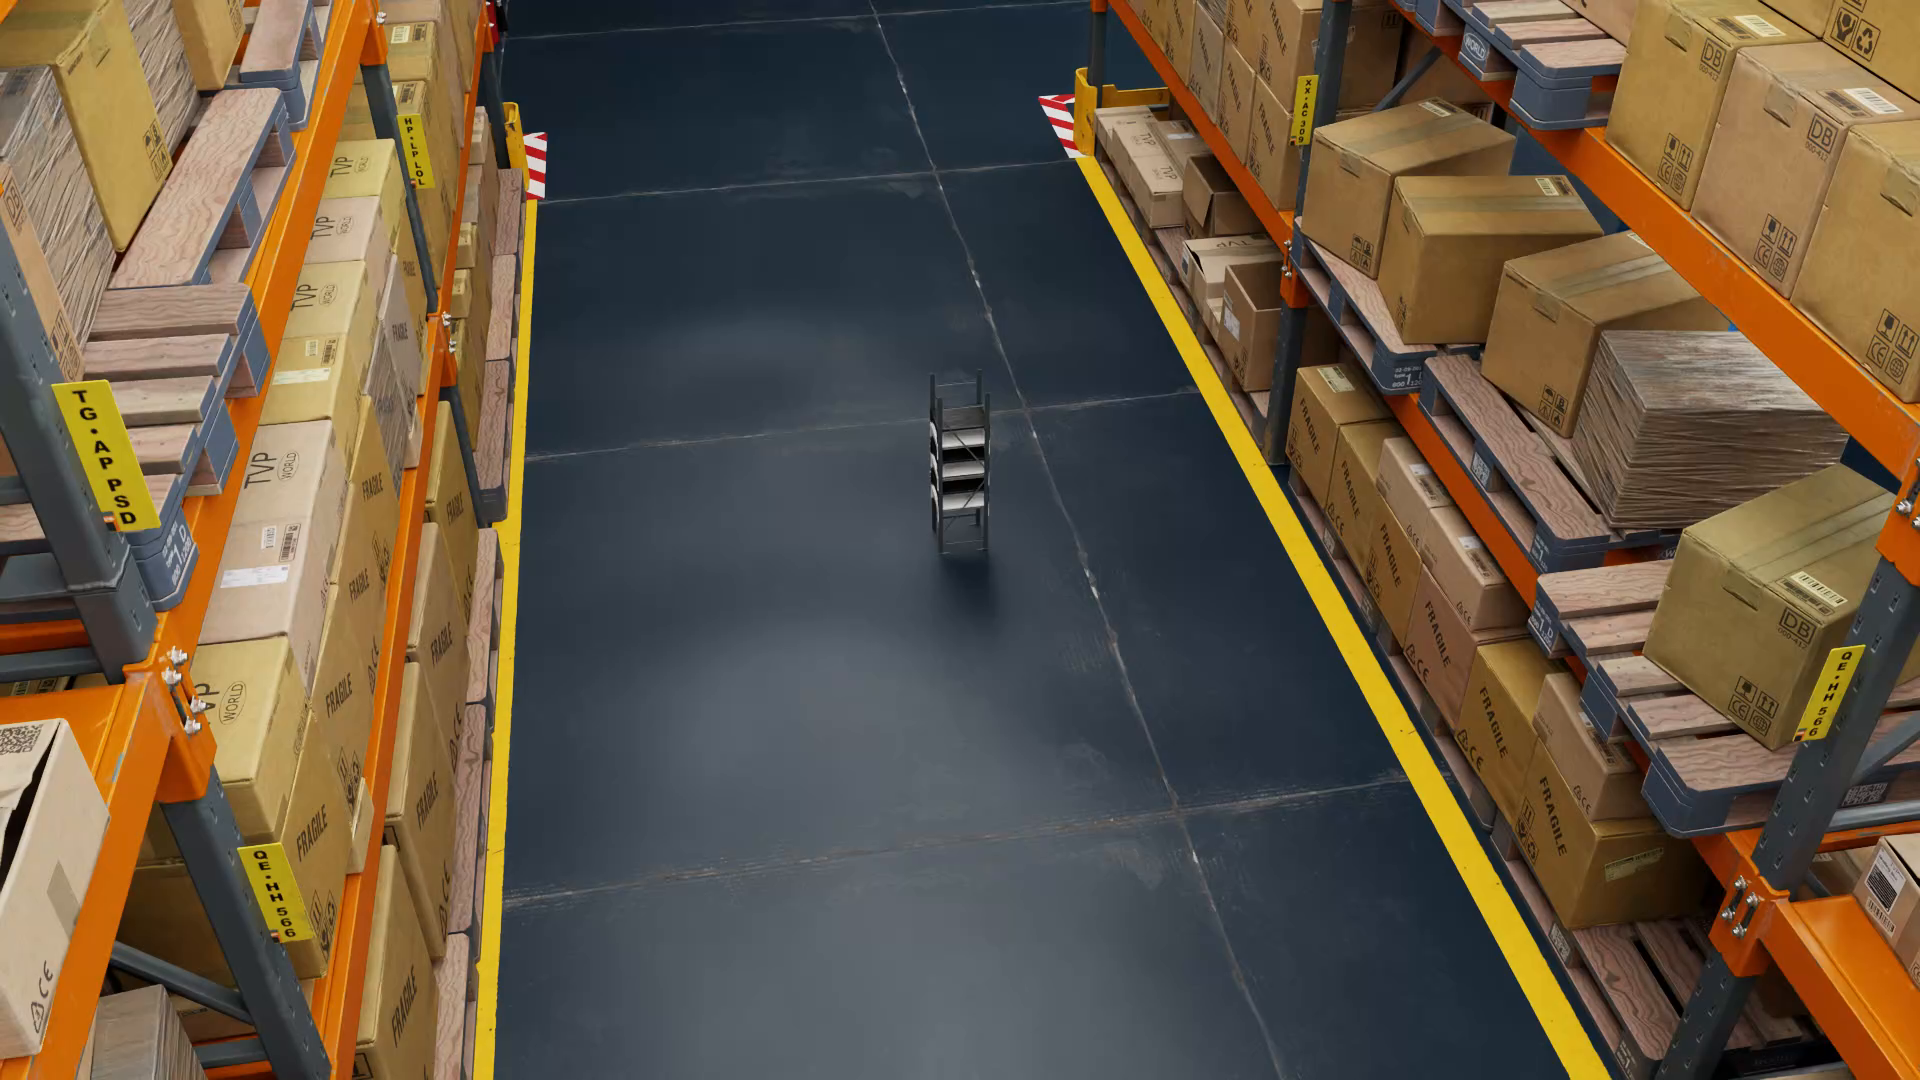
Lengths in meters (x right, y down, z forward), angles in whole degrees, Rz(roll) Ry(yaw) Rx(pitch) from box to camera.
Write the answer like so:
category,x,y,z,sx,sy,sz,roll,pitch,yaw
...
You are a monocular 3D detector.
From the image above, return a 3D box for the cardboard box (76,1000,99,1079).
category,x,y,z,sx,sy,sz,roll,pitch,yaw
cardboard box,-2.000,1.033,3.406,0.380,0.149,0.250,-11,39,-14

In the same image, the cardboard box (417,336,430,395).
category,x,y,z,sx,sy,sz,roll,pitch,yaw
cardboard box,-2.386,-0.704,6.799,0.380,0.149,0.250,-6,38,-7

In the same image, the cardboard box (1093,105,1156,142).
category,x,y,z,sx,sy,sz,roll,pitch,yaw
cardboard box,1.119,-2.828,11.310,0.380,0.149,0.250,-6,38,-8

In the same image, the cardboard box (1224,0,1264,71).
category,x,y,z,sx,sy,sz,roll,pitch,yaw
cardboard box,1.649,-2.675,8.251,0.500,0.500,0.500,-7,38,-9

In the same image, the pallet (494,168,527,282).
category,x,y,z,sx,sy,sz,roll,pitch,yaw
pallet,-3.275,-1.959,10.500,1.003,0.211,1.213,-6,38,-8

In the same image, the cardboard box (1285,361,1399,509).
category,x,y,z,sx,sy,sz,roll,pitch,yaw
cardboard box,1.930,-0.522,8.056,0.500,0.500,0.500,-8,39,-10

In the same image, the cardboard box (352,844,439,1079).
category,x,y,z,sx,sy,sz,roll,pitch,yaw
cardboard box,-2.090,1.522,5.156,0.750,0.750,0.750,-7,38,-9

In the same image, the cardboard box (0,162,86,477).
category,x,y,z,sx,sy,sz,roll,pitch,yaw
cardboard box,-2.230,-0.382,3.311,0.700,0.500,0.500,-9,39,-12

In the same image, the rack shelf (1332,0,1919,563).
category,x,y,z,sx,sy,sz,roll,pitch,yaw
rack shelf,2.436,-1.346,5.579,1.077,0.370,4.000,-6,38,-8

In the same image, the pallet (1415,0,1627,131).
category,x,y,z,sx,sy,sz,roll,pitch,yaw
pallet,2.315,-1.737,5.648,1.213,0.211,1.003,-6,38,-8

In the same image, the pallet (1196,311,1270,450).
category,x,y,z,sx,sy,sz,roll,pitch,yaw
pallet,1.966,-0.967,9.223,1.003,0.211,1.213,-6,38,-8

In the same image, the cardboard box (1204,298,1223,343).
category,x,y,z,sx,sy,sz,roll,pitch,yaw
cardboard box,1.581,-1.235,9.260,0.380,0.149,0.250,-6,38,-8

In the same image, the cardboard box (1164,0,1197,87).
category,x,y,z,sx,sy,sz,roll,pitch,yaw
cardboard box,1.469,-2.896,9.352,0.500,0.500,0.500,-6,38,-7

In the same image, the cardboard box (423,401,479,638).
category,x,y,z,sx,sy,sz,roll,pitch,yaw
cardboard box,-2.549,-0.057,7.188,0.750,0.750,0.750,-6,38,-7

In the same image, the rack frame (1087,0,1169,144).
category,x,y,z,sx,sy,sz,roll,pitch,yaw
rack frame,1.384,-4.070,10.944,1.000,3.000,0.127,-6,38,-8

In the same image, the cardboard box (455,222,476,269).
category,x,y,z,sx,sy,sz,roll,pitch,yaw
cardboard box,-2.794,-1.558,8.877,0.380,0.149,0.250,-7,38,-9

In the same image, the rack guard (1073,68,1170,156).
category,x,y,z,sx,sy,sz,roll,pitch,yaw
rack guard,1.397,-3.037,11.651,1.175,0.500,0.348,-6,38,-8

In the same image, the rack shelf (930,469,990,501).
category,x,y,z,sx,sy,sz,roll,pitch,yaw
rack shelf,-0.001,-0.263,7.956,0.258,0.077,0.200,-6,38,-8

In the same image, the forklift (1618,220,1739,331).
category,x,y,z,sx,sy,sz,roll,pitch,yaw
forklift,5.190,-2.093,8.455,3.031,2.935,1.130,6,38,8

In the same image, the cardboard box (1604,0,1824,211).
category,x,y,z,sx,sy,sz,roll,pitch,yaw
cardboard box,2.496,-1.344,4.908,0.910,0.500,0.500,-6,38,-8

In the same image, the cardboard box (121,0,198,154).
category,x,y,z,sx,sy,sz,roll,pitch,yaw
cardboard box,-2.559,-1.334,4.538,0.700,0.500,0.500,-6,38,-8

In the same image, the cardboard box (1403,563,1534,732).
category,x,y,z,sx,sy,sz,roll,pitch,yaw
cardboard box,2.203,0.407,6.860,0.500,0.500,0.500,-8,38,-10

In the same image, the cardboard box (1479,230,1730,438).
category,x,y,z,sx,sy,sz,roll,pitch,yaw
cardboard box,2.456,-0.799,6.309,0.700,0.500,0.500,-16,41,-19

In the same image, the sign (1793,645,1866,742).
category,x,y,z,sx,sy,sz,roll,pitch,yaw
sign,2.254,0.400,4.310,0.100,0.325,0.005,-6,38,-8

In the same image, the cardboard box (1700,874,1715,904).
category,x,y,z,sx,sy,sz,roll,pitch,yaw
cardboard box,2.890,0.954,6.155,0.500,0.500,0.500,-8,38,-10

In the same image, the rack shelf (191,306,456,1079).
category,x,y,z,sx,sy,sz,roll,pitch,yaw
rack shelf,-2.441,0.373,5.811,1.077,0.370,4.000,-6,38,-8

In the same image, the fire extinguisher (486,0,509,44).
category,x,y,z,sx,sy,sz,roll,pitch,yaw
fire extinguisher,-3.065,-3.498,10.574,0.296,0.674,0.183,-6,38,-8

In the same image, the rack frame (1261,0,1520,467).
category,x,y,z,sx,sy,sz,roll,pitch,yaw
rack frame,2.085,-1.654,7.834,1.000,3.000,0.127,-6,38,-8

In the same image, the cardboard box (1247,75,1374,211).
category,x,y,z,sx,sy,sz,roll,pitch,yaw
cardboard box,1.745,-1.968,8.156,0.500,0.500,0.500,-6,38,-7

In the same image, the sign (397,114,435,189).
category,x,y,z,sx,sy,sz,roll,pitch,yaw
sign,-2.259,-1.609,6.897,0.100,0.325,0.005,-6,38,-8

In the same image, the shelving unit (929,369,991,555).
category,x,y,z,sx,sy,sz,roll,pitch,yaw
shelving unit,-0.001,-0.360,7.880,0.258,0.900,0.210,-6,38,-8

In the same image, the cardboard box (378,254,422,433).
category,x,y,z,sx,sy,sz,roll,pitch,yaw
cardboard box,-2.363,-0.725,6.298,0.500,0.500,0.500,-6,38,-8

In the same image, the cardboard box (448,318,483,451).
category,x,y,z,sx,sy,sz,roll,pitch,yaw
cardboard box,-2.821,-0.760,8.379,0.700,0.500,0.500,-6,38,-7

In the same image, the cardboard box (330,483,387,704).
category,x,y,z,sx,sy,sz,roll,pitch,yaw
cardboard box,-2.092,0.194,5.115,0.500,0.500,0.500,-6,38,-8

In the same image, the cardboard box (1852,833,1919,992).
category,x,y,z,sx,sy,sz,roll,pitch,yaw
cardboard box,2.807,1.022,4.462,0.500,0.311,0.500,-4,38,-5

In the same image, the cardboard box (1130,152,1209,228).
category,x,y,z,sx,sy,sz,roll,pitch,yaw
cardboard box,1.375,-2.195,10.413,0.500,0.250,0.500,-6,38,-8

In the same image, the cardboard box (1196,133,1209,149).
category,x,y,z,sx,sy,sz,roll,pitch,yaw
cardboard box,1.704,-2.568,10.962,0.380,0.166,0.250,-6,38,-8

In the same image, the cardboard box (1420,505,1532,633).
category,x,y,z,sx,sy,sz,roll,pitch,yaw
cardboard box,2.194,0.089,6.658,0.500,0.250,0.500,-7,38,-9

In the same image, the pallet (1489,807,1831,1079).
category,x,y,z,sx,sy,sz,roll,pitch,yaw
pallet,2.693,1.408,6.165,1.003,0.211,1.213,-6,38,-8

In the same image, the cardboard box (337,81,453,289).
category,x,y,z,sx,sy,sz,roll,pitch,yaw
cardboard box,-2.870,-1.567,7.477,0.980,0.700,0.700,-6,38,-7

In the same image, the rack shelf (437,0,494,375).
category,x,y,z,sx,sy,sz,roll,pitch,yaw
rack shelf,-3.142,-2.043,8.921,1.077,0.370,4.000,-6,38,-8

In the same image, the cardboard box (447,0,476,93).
category,x,y,z,sx,sy,sz,roll,pitch,yaw
cardboard box,-3.255,-2.908,9.204,0.980,0.700,0.700,-7,38,-8

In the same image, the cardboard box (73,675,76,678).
category,x,y,z,sx,sy,sz,roll,pitch,yaw
cardboard box,-2.512,0.277,4.397,0.500,0.250,0.500,-7,38,-9

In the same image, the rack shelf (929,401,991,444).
category,x,y,z,sx,sy,sz,roll,pitch,yaw
rack shelf,-0.001,-0.547,7.735,0.258,0.077,0.200,-6,38,-8

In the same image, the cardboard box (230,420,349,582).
category,x,y,z,sx,sy,sz,roll,pitch,yaw
cardboard box,-2.102,-0.092,4.872,0.500,0.250,0.500,-6,38,-8

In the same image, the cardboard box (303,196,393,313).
category,x,y,z,sx,sy,sz,roll,pitch,yaw
cardboard box,-2.377,-1.015,6.060,0.500,0.250,0.500,-5,38,-7

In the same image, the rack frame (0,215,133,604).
category,x,y,z,sx,sy,sz,roll,pitch,yaw
rack frame,-2.090,-1.072,2.195,1.000,3.000,0.127,-6,38,-8

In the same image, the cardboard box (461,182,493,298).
category,x,y,z,sx,sy,sz,roll,pitch,yaw
cardboard box,-3.095,-1.695,9.583,0.700,0.500,0.500,-7,38,-9

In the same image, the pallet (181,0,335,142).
category,x,y,z,sx,sy,sz,roll,pitch,yaw
pallet,-2.582,-1.679,5.577,0.805,0.209,1.217,-8,39,-10

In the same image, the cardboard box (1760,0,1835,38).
category,x,y,z,sx,sy,sz,roll,pitch,yaw
cardboard box,2.537,-1.737,4.599,0.500,0.500,0.500,-6,38,-8

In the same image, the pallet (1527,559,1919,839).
category,x,y,z,sx,sy,sz,roll,pitch,yaw
pallet,2.598,0.436,5.300,1.213,0.211,1.003,-6,38,-8

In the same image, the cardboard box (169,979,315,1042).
category,x,y,z,sx,sy,sz,roll,pitch,yaw
cardboard box,-1.920,1.165,4.394,0.380,0.149,0.250,-7,38,-9
